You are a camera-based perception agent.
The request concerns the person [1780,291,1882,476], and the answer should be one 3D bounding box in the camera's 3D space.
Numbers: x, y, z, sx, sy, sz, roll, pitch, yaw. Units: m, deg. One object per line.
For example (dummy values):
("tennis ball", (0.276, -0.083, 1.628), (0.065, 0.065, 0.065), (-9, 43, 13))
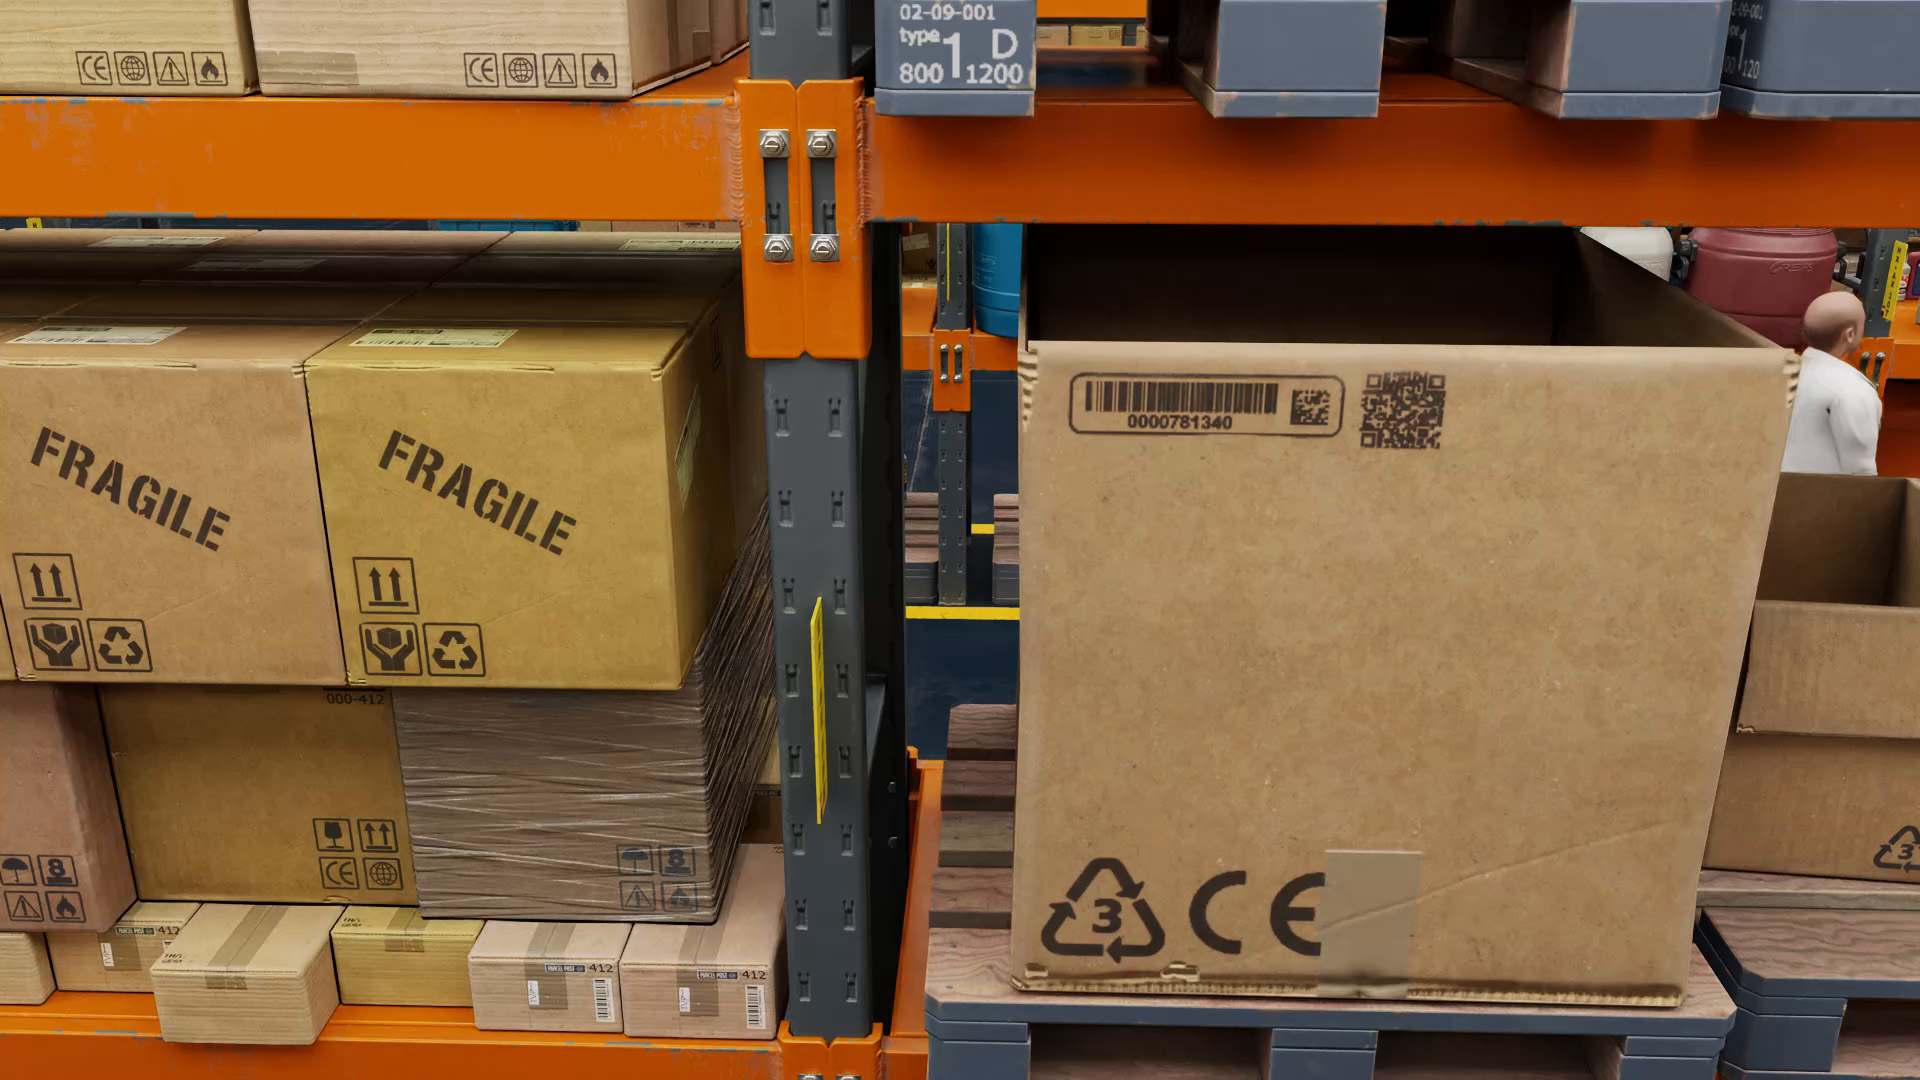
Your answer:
("person", (3.222, -0.083, 6.312), (1.049, 1.735, 0.561), (-1, 21, -3))
